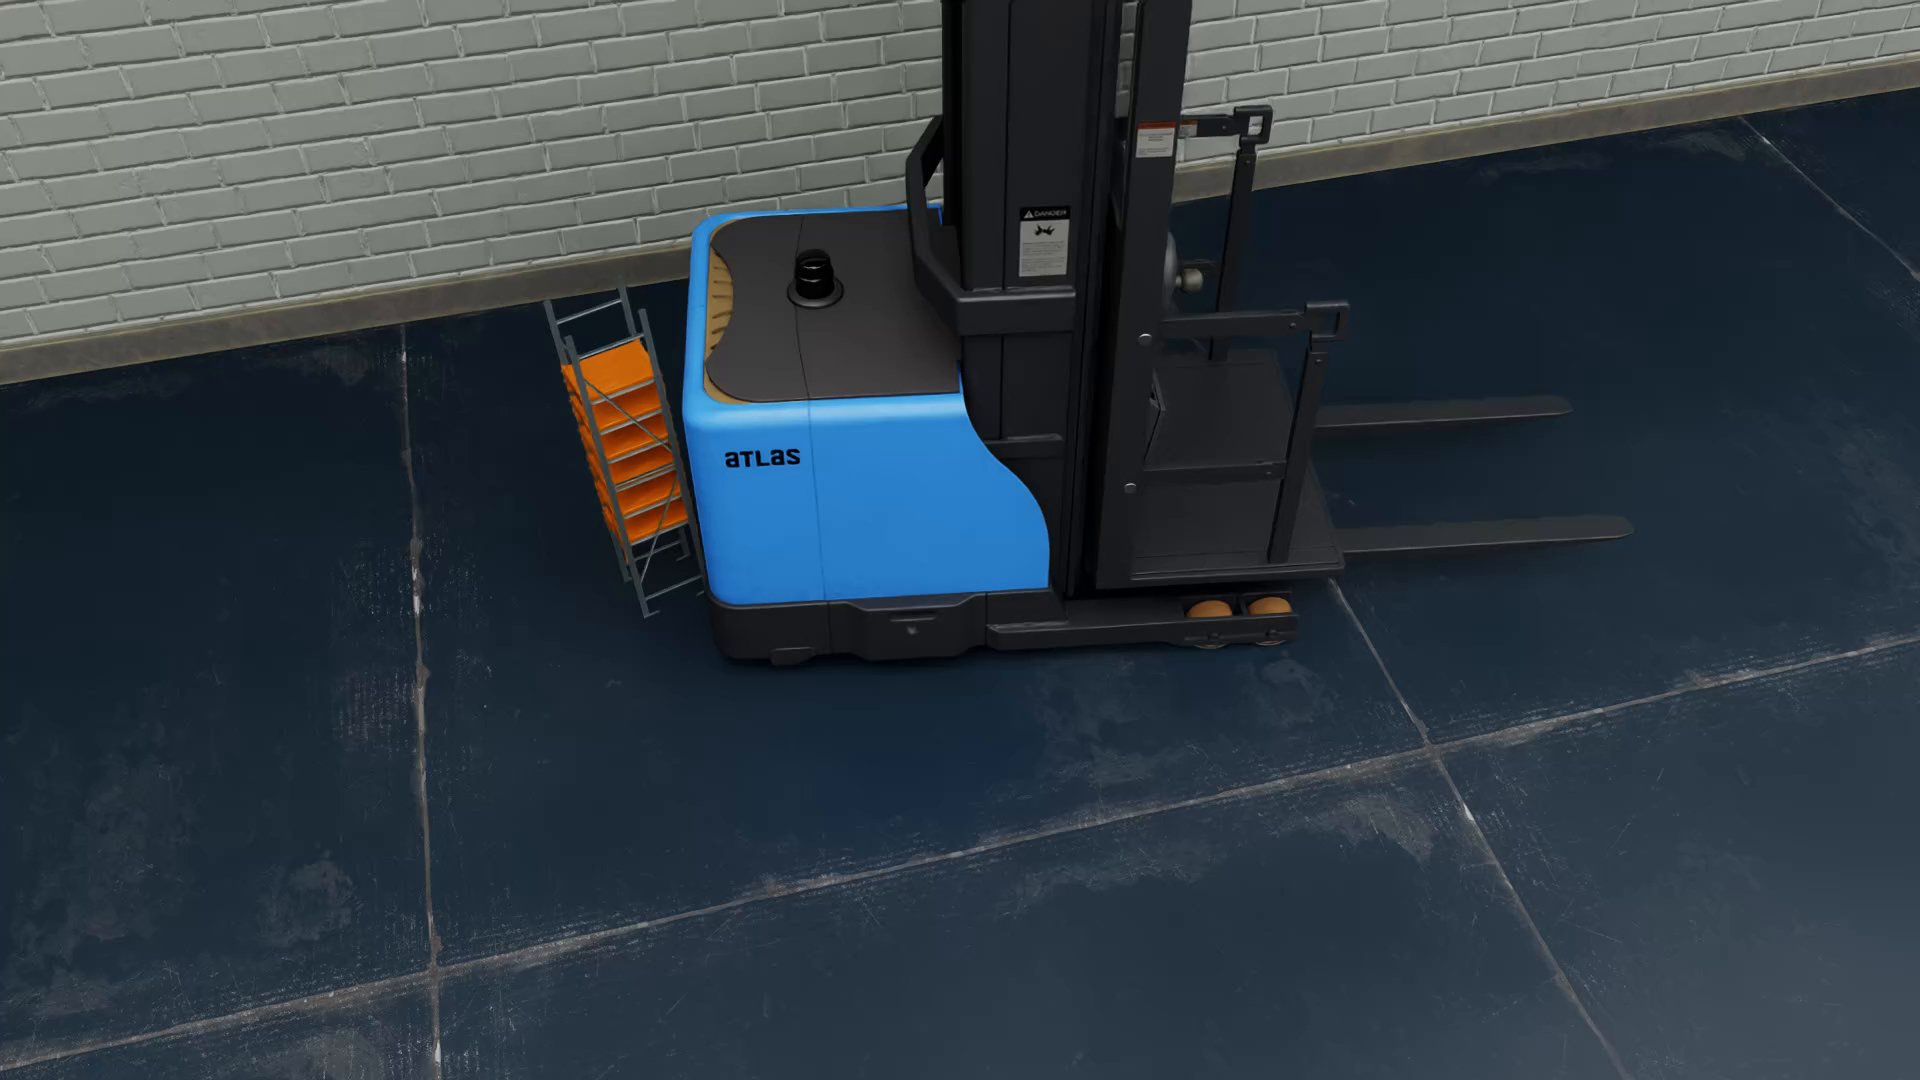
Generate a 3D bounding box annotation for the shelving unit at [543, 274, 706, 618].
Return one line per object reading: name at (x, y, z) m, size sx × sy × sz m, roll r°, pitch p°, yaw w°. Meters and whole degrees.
shelving unit at (-1.010, -0.255, 5.151) m, size 0.258 × 1.200 × 0.189 m, roll -23°, pitch 50°, yaw -17°

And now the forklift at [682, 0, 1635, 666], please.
forklift at (0.685, -1.049, 4.726) m, size 3.031 × 2.935 × 1.130 m, roll -3°, pitch 46°, yaw -3°

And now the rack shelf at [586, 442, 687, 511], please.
rack shelf at (-1.008, -0.225, 5.183) m, size 0.258 × 0.103 × 0.180 m, roll -23°, pitch 50°, yaw -17°

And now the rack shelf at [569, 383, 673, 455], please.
rack shelf at (-1.019, -0.389, 5.008) m, size 0.258 × 0.103 × 0.180 m, roll -23°, pitch 50°, yaw -17°

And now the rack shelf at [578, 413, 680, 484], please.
rack shelf at (-1.014, -0.307, 5.096) m, size 0.258 × 0.103 × 0.180 m, roll -23°, pitch 50°, yaw -17°

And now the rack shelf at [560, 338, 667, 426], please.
rack shelf at (-1.025, -0.471, 4.921) m, size 0.258 × 0.103 × 0.180 m, roll -23°, pitch 50°, yaw -17°

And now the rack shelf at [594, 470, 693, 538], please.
rack shelf at (-1.003, -0.143, 5.271) m, size 0.258 × 0.103 × 0.180 m, roll -23°, pitch 50°, yaw -17°

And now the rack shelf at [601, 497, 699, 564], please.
rack shelf at (-0.997, -0.061, 5.358) m, size 0.258 × 0.103 × 0.180 m, roll -23°, pitch 50°, yaw -17°

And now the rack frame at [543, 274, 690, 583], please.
rack frame at (-1.054, -0.312, 5.207) m, size 0.240 × 1.200 × 0.006 m, roll -23°, pitch 50°, yaw -17°

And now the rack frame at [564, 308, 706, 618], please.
rack frame at (-0.966, -0.198, 5.094) m, size 0.240 × 1.200 × 0.006 m, roll -23°, pitch 50°, yaw -17°
